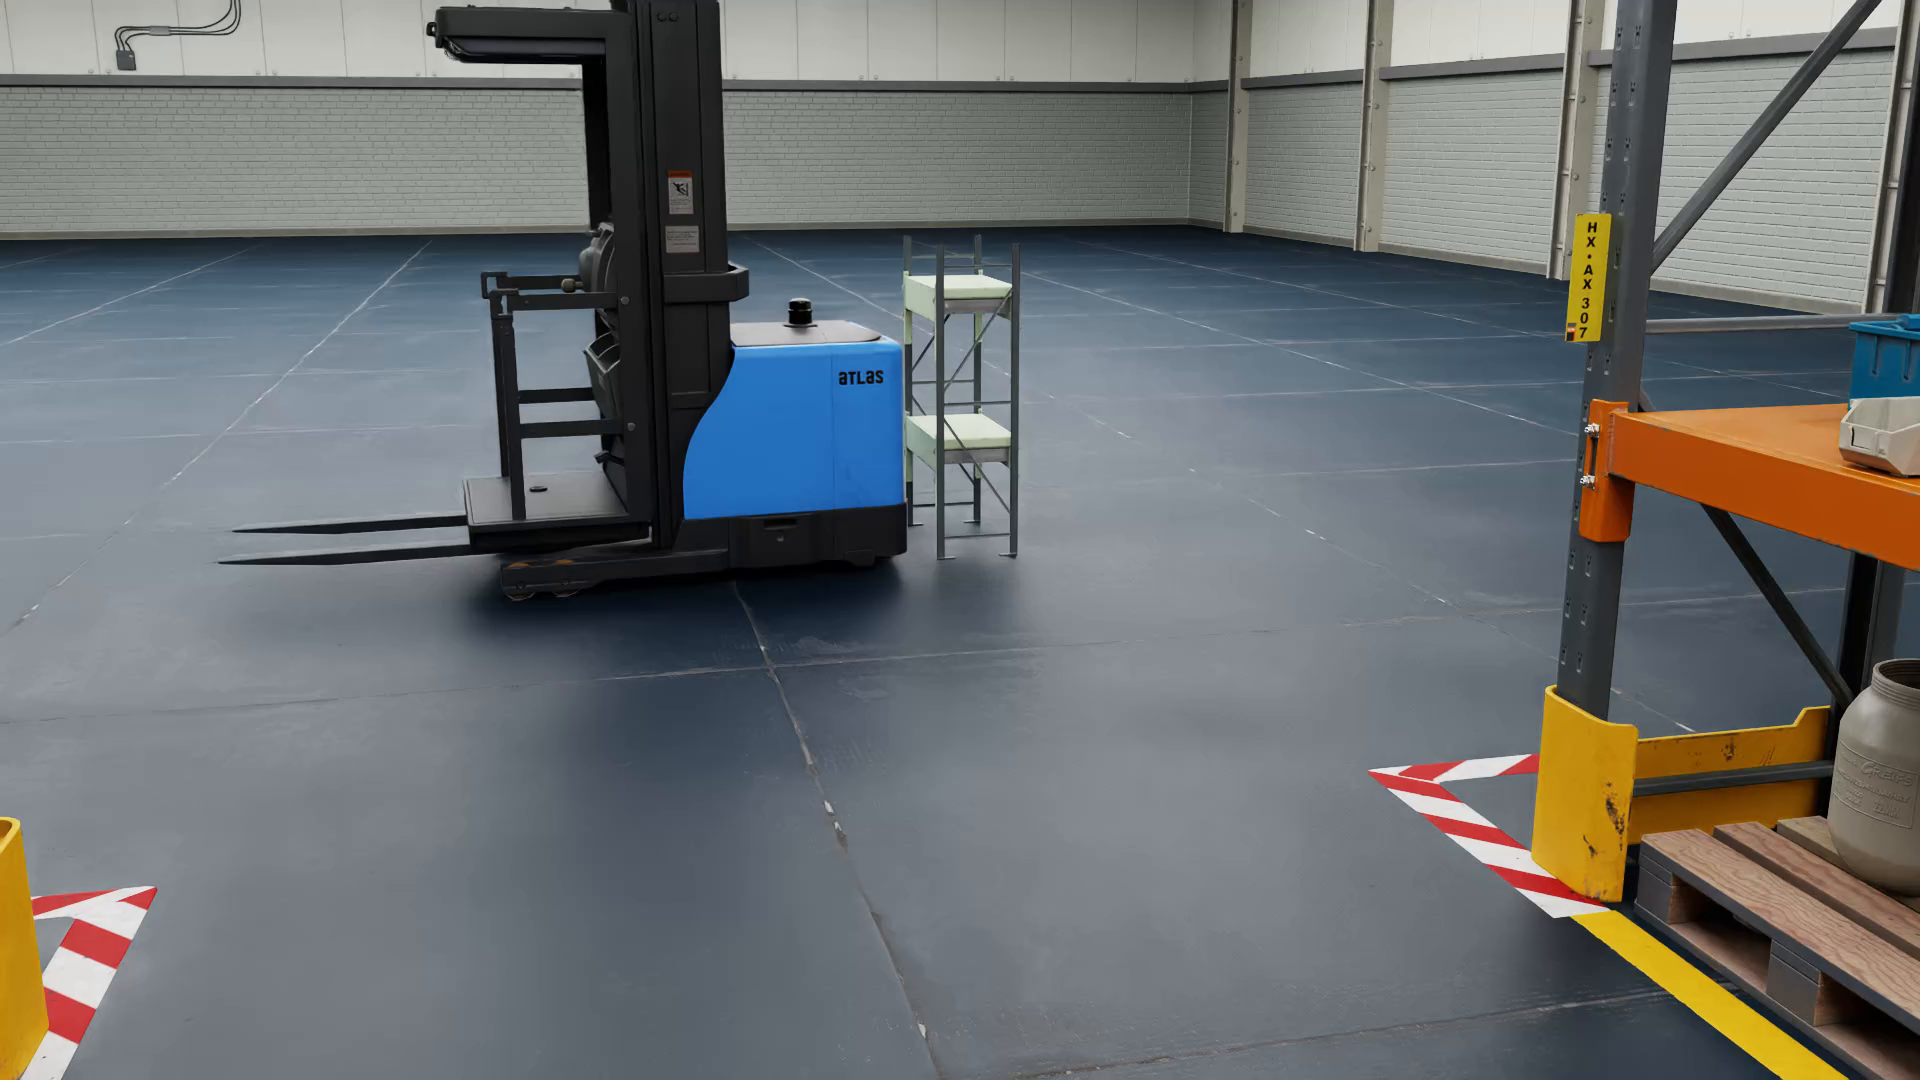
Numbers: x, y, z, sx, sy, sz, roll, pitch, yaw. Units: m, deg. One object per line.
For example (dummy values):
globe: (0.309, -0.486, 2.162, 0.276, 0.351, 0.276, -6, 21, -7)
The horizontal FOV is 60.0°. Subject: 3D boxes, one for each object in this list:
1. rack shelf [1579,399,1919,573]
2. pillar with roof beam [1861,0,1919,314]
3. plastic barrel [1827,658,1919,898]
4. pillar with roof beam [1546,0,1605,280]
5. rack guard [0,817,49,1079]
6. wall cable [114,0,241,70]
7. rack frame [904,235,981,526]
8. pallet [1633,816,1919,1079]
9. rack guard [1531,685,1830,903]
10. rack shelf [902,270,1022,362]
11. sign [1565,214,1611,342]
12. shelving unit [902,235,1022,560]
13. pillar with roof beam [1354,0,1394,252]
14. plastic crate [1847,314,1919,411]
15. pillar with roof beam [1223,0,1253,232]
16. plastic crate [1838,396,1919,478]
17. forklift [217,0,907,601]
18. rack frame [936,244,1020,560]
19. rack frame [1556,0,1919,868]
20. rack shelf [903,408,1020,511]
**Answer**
rack shelf: (2.624, 0.241, 2.636, 1.077, 0.370, 4.000, -3, 14, -13)
pillar with roof beam: (5.787, -6.452, 15.873, 9.100, 9.000, 0.400, -3, 14, -13)
plastic barrel: (2.383, 0.582, 4.081, 0.421, 0.512, 0.421, 0, 14, 0)
pillar with roof beam: (4.378, -7.836, 21.539, 9.100, 9.000, 0.400, -3, 14, -13)
rack guard: (-2.642, 0.938, 3.535, 1.175, 0.500, 0.348, -3, 14, -13)
wall cable: (-15.050, -12.019, 31.496, 2.305, 6.003, 0.169, -3, 14, -13)
rack frame: (-0.088, -0.815, 8.601, 0.400, 1.500, 0.023, -3, 14, -13)
pallet: (2.404, 0.987, 3.941, 1.003, 0.211, 1.213, -3, 14, -13)
rack guard: (2.218, 0.659, 4.675, 1.175, 0.500, 0.348, -3, 14, -13)
rack shelf: (-0.002, -1.109, 8.163, 0.431, 0.370, 0.720, -3, 14, -13)
sign: (1.619, -0.675, 4.285, 0.100, 0.325, 0.005, -3, 14, -13)
shelving unit: (-0.002, -0.730, 8.255, 0.431, 1.500, 0.755, -3, 14, -13)
pillar with roof beam: (2.968, -9.220, 27.204, 9.100, 9.000, 0.400, -3, 14, -13)
plastic crate: (2.563, -0.399, 4.053, 0.499, 0.251, 0.616, -3, 14, -13)
pillar with roof beam: (1.559, -10.604, 32.870, 9.100, 9.000, 0.400, -3, 14, -13)
plastic crate: (2.052, -0.217, 3.552, 0.298, 0.136, 0.250, -3, 14, -13)
forklift: (-1.828, -1.296, 7.557, 3.031, 2.935, 1.130, -4, 14, -17)
rack frame: (0.084, -0.646, 7.910, 0.400, 1.500, 0.023, -3, 14, -13)
rack frame: (2.154, -0.570, 4.440, 1.000, 3.000, 0.127, -3, 14, -13)
rack shelf: (-0.002, -0.413, 8.333, 0.431, 0.370, 0.720, -3, 14, -13)
